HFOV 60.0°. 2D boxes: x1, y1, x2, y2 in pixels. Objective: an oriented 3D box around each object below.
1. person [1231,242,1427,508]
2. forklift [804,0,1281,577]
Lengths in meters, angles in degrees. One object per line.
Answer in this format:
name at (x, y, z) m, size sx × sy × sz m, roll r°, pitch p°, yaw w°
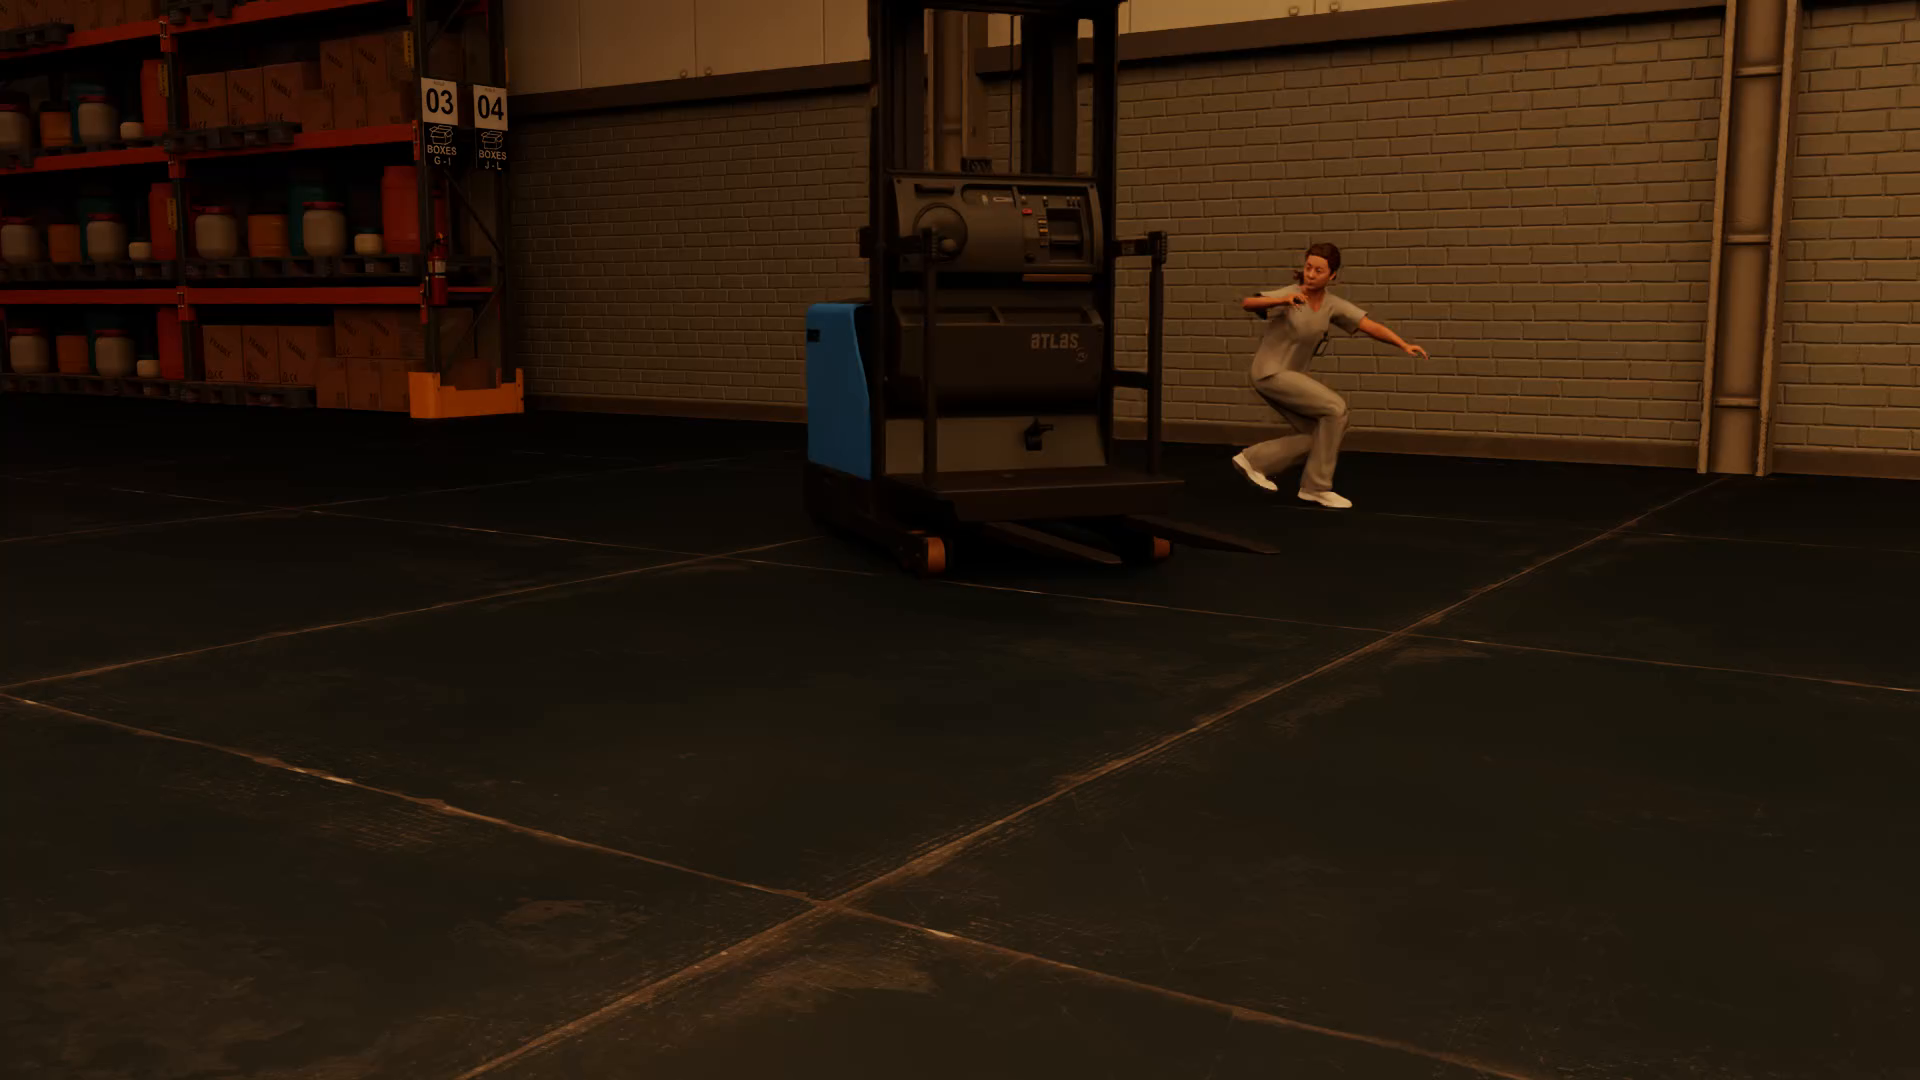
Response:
person at (1.906, -0.864, 8.784) m, size 1.011 × 1.402 × 0.698 m, roll 6°, pitch 10°, yaw 35°
forklift at (0.246, -1.370, 6.827) m, size 1.130 × 2.935 × 3.031 m, roll -3°, pitch 9°, yaw -21°
